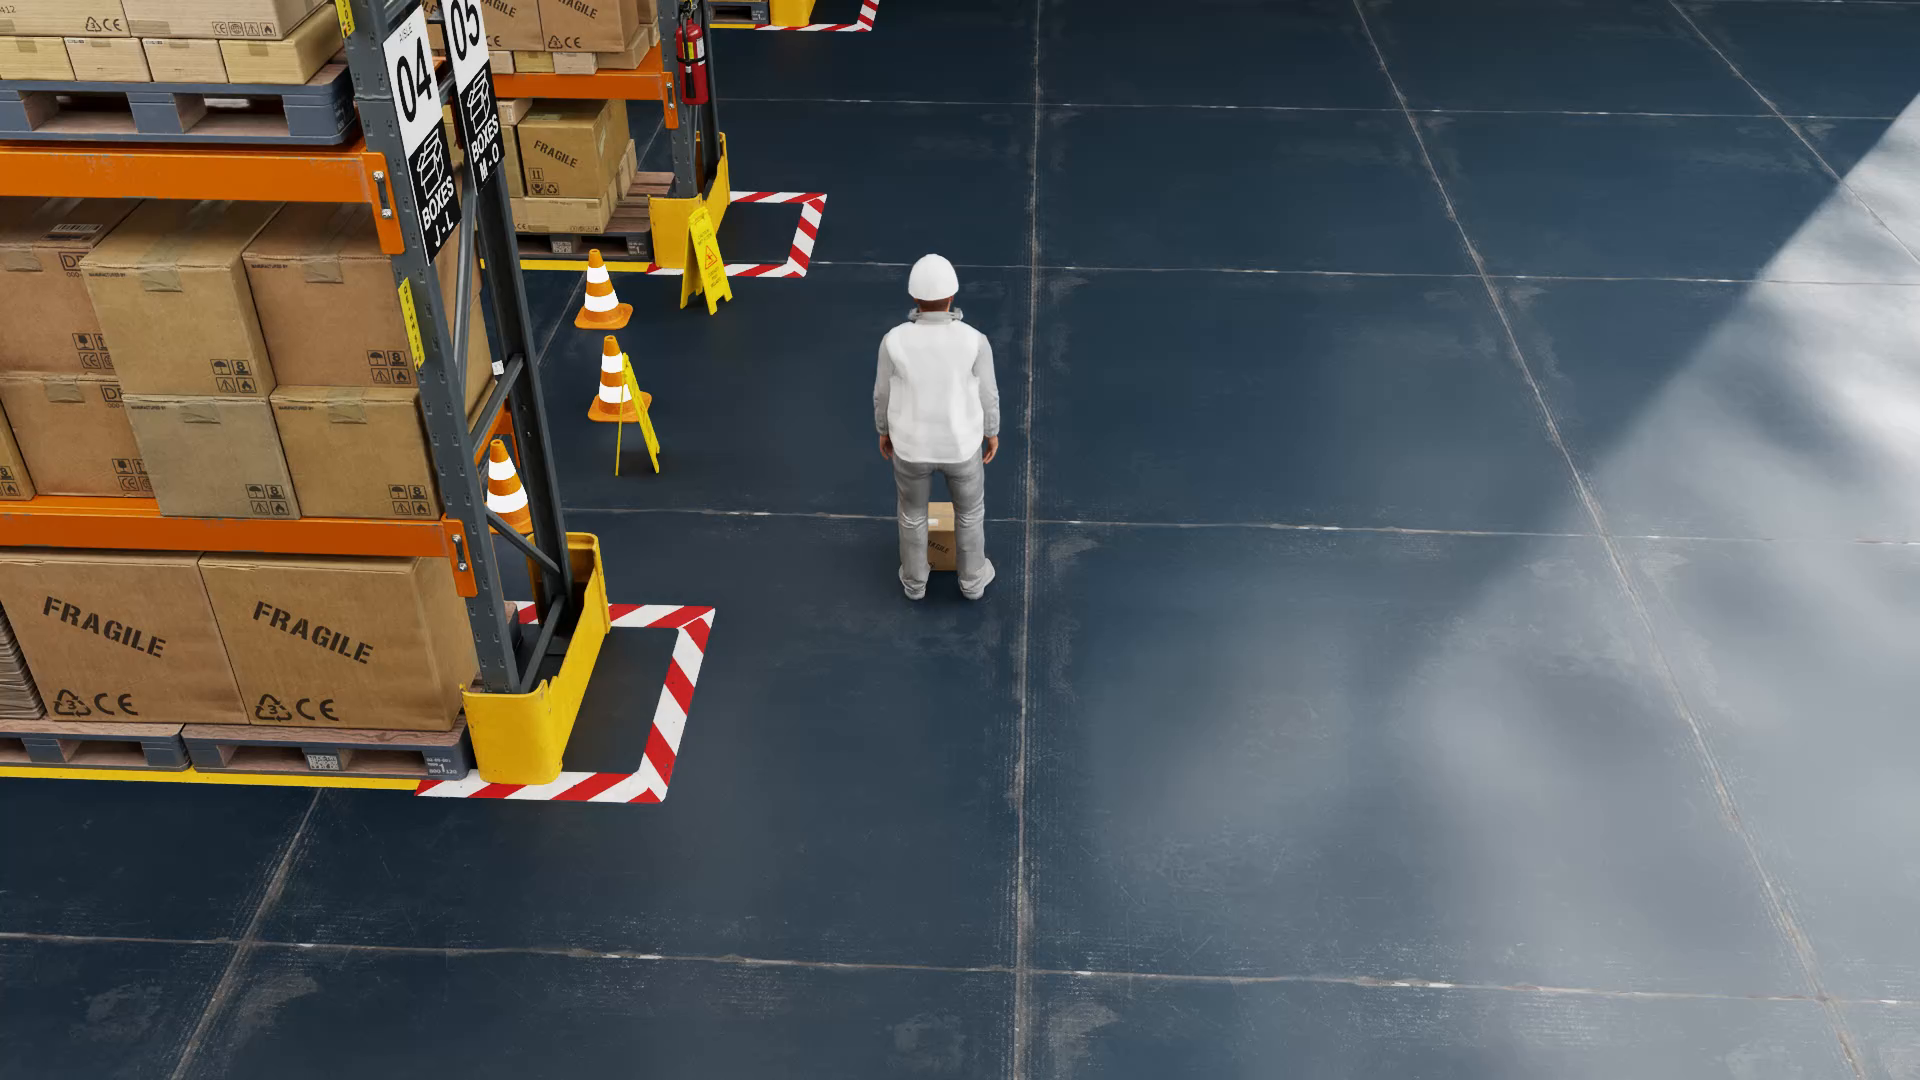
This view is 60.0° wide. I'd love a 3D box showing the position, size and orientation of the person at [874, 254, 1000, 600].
[{"bbox_3d":[-0.105,-0.487,7.778,0.581,1.771,0.461,2,35,2],"label":"person"}]
